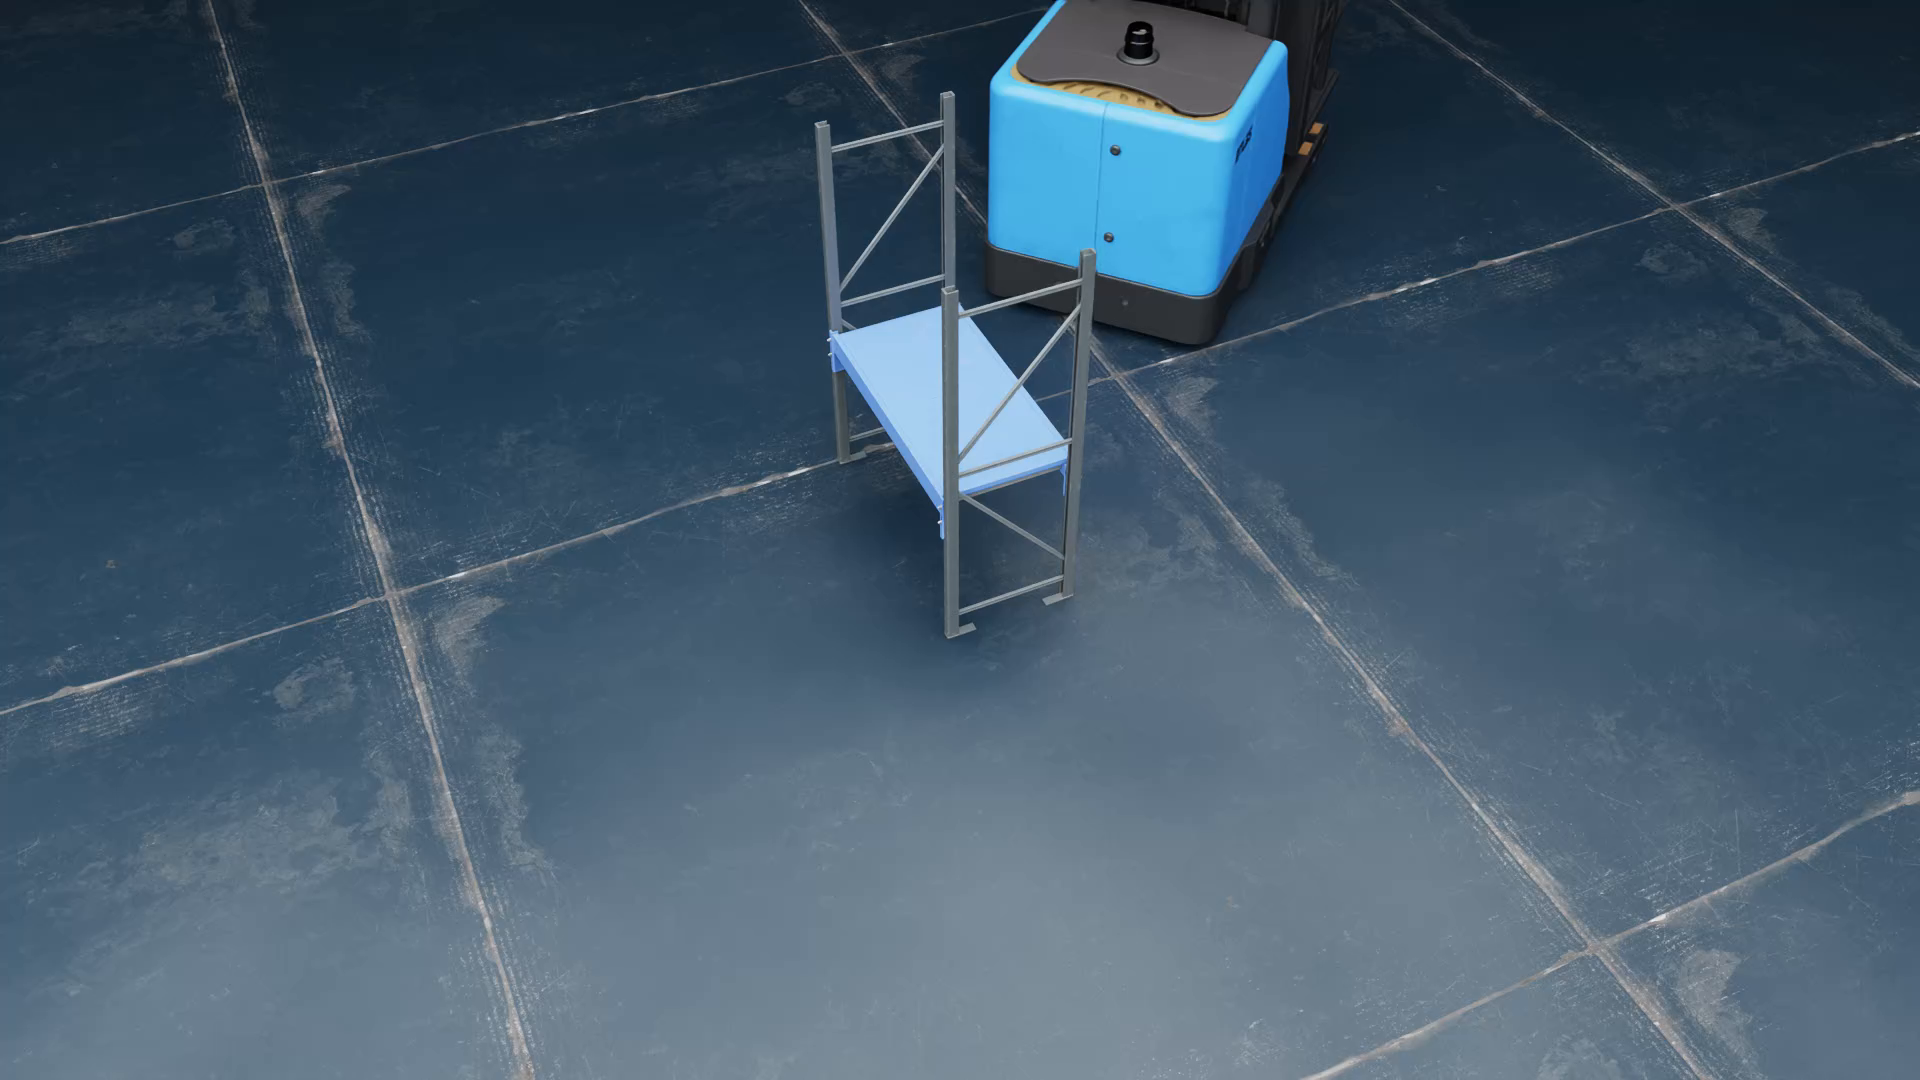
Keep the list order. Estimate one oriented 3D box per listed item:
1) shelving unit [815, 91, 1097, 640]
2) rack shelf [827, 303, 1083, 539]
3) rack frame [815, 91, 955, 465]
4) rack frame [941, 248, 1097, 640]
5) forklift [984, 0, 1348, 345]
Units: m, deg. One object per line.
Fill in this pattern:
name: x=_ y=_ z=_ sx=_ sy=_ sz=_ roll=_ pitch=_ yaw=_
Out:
shelving unit: x=-0.036 y=-0.588 z=5.778 sx=0.538 sy=1.500 sz=1.048 roll=-18 pitch=47 yaw=-17
rack shelf: x=-0.036 y=-0.460 z=5.905 sx=0.538 sy=0.185 sz=1.000 roll=-18 pitch=47 yaw=-17
rack frame: x=-0.250 y=-0.912 z=6.107 sx=0.500 sy=1.500 sz=0.032 roll=-18 pitch=47 yaw=-17
rack frame: x=0.178 y=-0.264 z=5.450 sx=0.500 sy=1.500 sz=0.032 roll=-18 pitch=47 yaw=-17
forklift: x=1.156 y=-2.909 z=7.112 sx=1.130 sy=2.935 sz=3.031 roll=17 pitch=47 yaw=16
